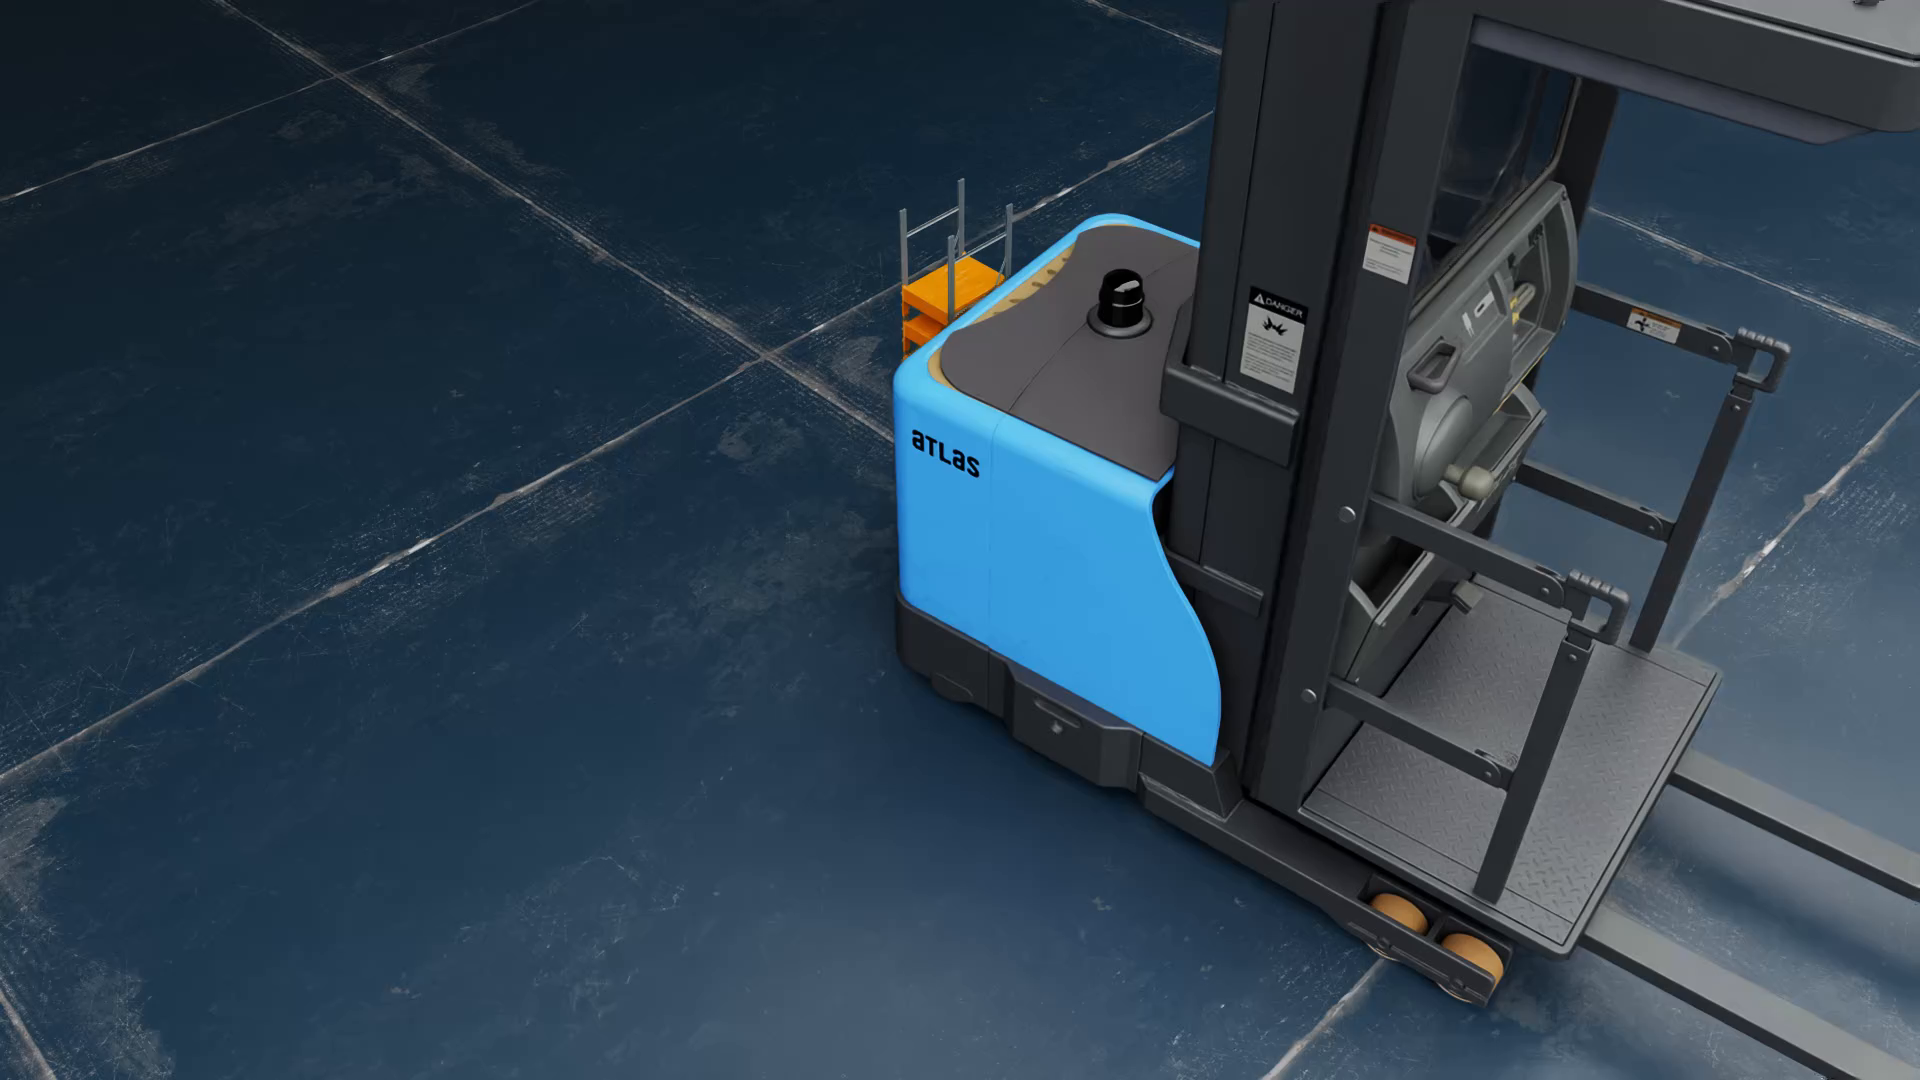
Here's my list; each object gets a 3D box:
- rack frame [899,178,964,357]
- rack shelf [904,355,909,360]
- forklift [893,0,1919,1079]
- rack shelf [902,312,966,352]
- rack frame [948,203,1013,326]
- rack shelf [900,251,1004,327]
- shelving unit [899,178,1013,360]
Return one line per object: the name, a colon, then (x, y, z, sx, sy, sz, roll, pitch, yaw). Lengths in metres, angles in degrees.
rack frame: (-0.075, -0.492, 4.898, 0.240, 1.200, 0.006, -34, 53, -31)
rack shelf: (-0.010, -0.503, 4.799, 0.258, 0.103, 0.180, -34, 53, -31)
forklift: (1.299, -0.370, 3.491, 3.031, 2.935, 1.130, 27, 49, 26)
rack shelf: (-0.010, -0.591, 4.718, 0.258, 0.103, 0.180, -34, 53, -31)
rack frame: (0.054, -0.404, 4.803, 0.240, 1.200, 0.006, -34, 53, -31)
rack shelf: (-0.010, -0.679, 4.636, 0.258, 0.103, 0.180, -34, 53, -31)
shelving unit: (-0.010, -0.448, 4.850, 0.258, 1.200, 0.189, -34, 53, -31)
